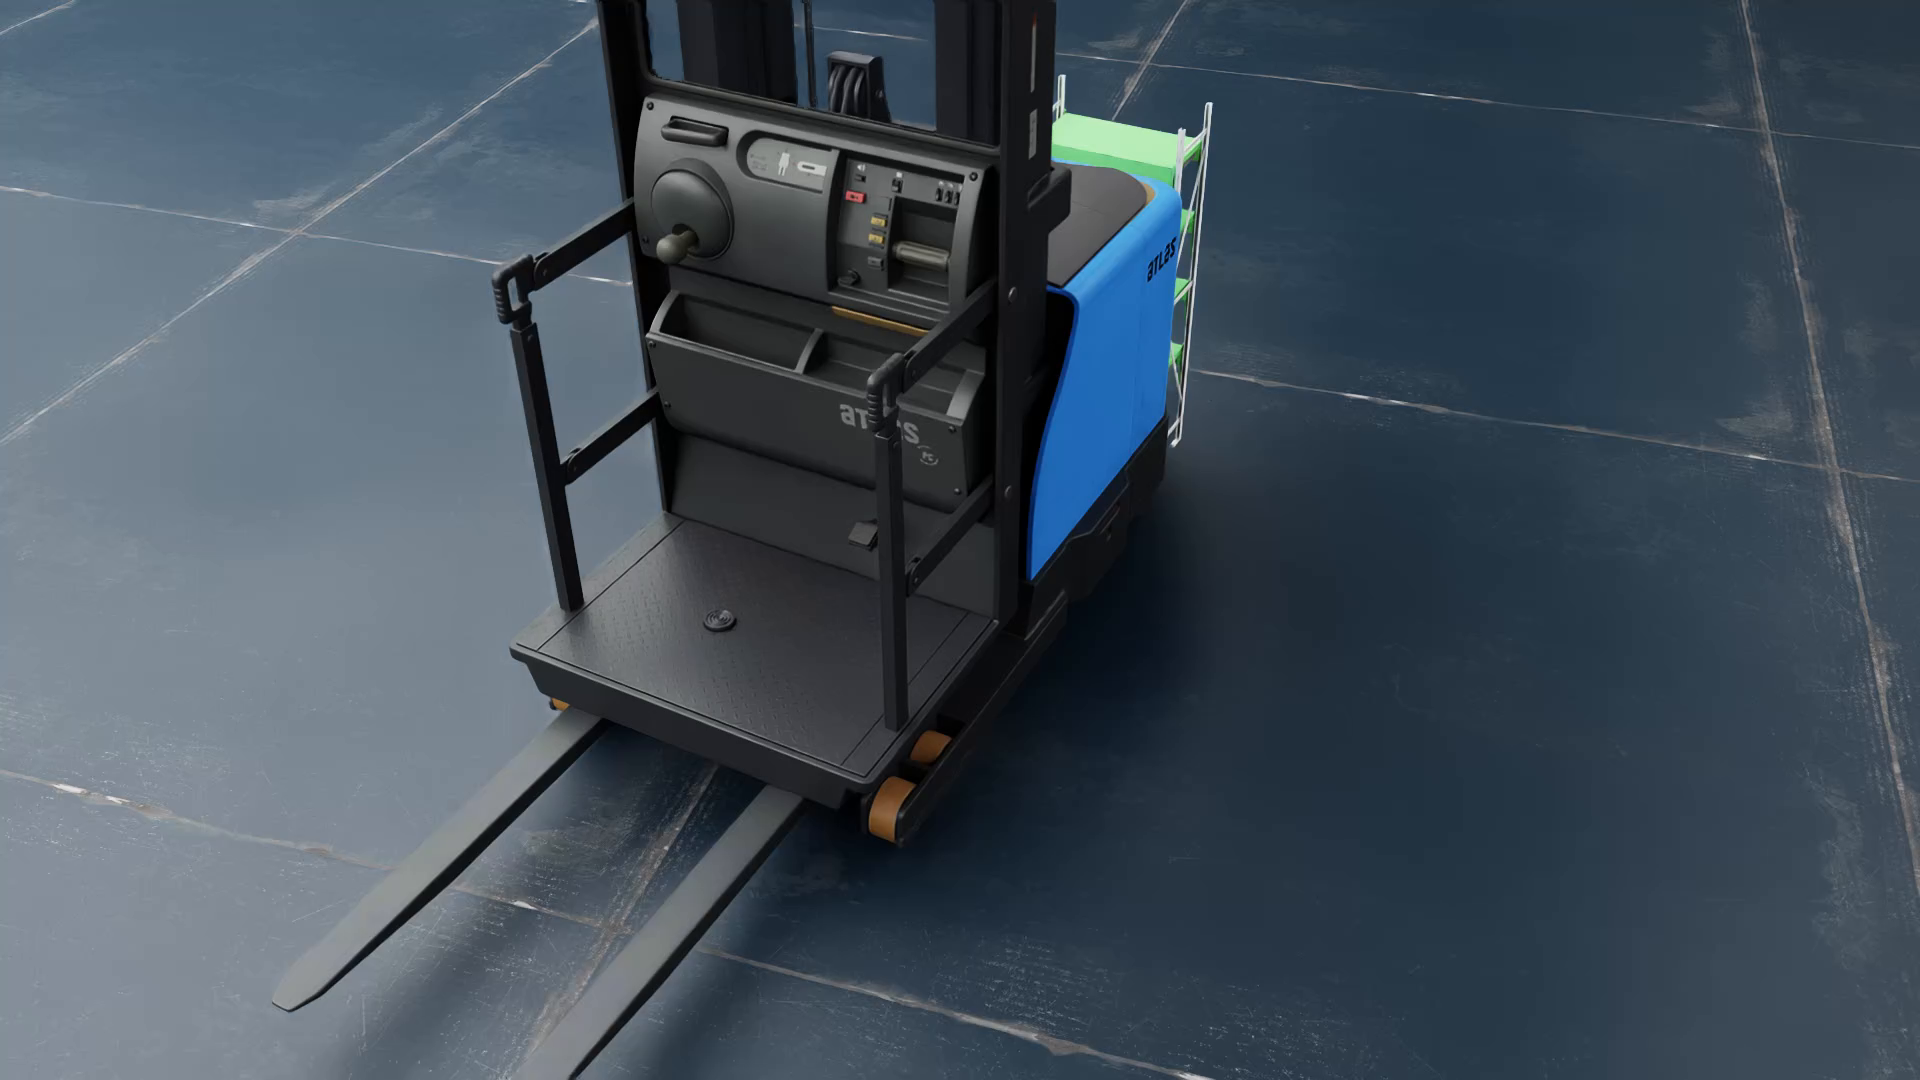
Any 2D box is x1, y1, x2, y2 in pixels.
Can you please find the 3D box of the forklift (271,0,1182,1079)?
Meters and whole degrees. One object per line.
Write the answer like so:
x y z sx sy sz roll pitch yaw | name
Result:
-0.468 -0.720 3.756 1.130 2.935 3.031 17 40 22 | forklift

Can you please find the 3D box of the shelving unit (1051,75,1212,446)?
0.483 -0.840 5.379 0.503 1.200 0.258 17 40 22 | shelving unit

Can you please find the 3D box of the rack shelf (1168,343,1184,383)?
0.483 -0.595 5.559 0.480 0.148 0.258 17 40 22 | rack shelf

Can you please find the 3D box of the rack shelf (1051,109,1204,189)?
0.483 -1.176 5.133 0.480 0.148 0.258 17 40 22 | rack shelf

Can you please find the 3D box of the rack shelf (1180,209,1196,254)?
0.483 -0.982 5.275 0.480 0.148 0.258 17 40 22 | rack shelf

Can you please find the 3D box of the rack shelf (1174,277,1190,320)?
0.483 -0.789 5.417 0.480 0.148 0.258 17 40 22 | rack shelf

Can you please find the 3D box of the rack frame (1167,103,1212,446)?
0.699 -0.773 5.287 0.015 1.200 0.240 17 40 22 | rack frame

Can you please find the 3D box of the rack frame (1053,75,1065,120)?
0.267 -0.908 5.471 0.015 1.200 0.240 17 40 22 | rack frame
